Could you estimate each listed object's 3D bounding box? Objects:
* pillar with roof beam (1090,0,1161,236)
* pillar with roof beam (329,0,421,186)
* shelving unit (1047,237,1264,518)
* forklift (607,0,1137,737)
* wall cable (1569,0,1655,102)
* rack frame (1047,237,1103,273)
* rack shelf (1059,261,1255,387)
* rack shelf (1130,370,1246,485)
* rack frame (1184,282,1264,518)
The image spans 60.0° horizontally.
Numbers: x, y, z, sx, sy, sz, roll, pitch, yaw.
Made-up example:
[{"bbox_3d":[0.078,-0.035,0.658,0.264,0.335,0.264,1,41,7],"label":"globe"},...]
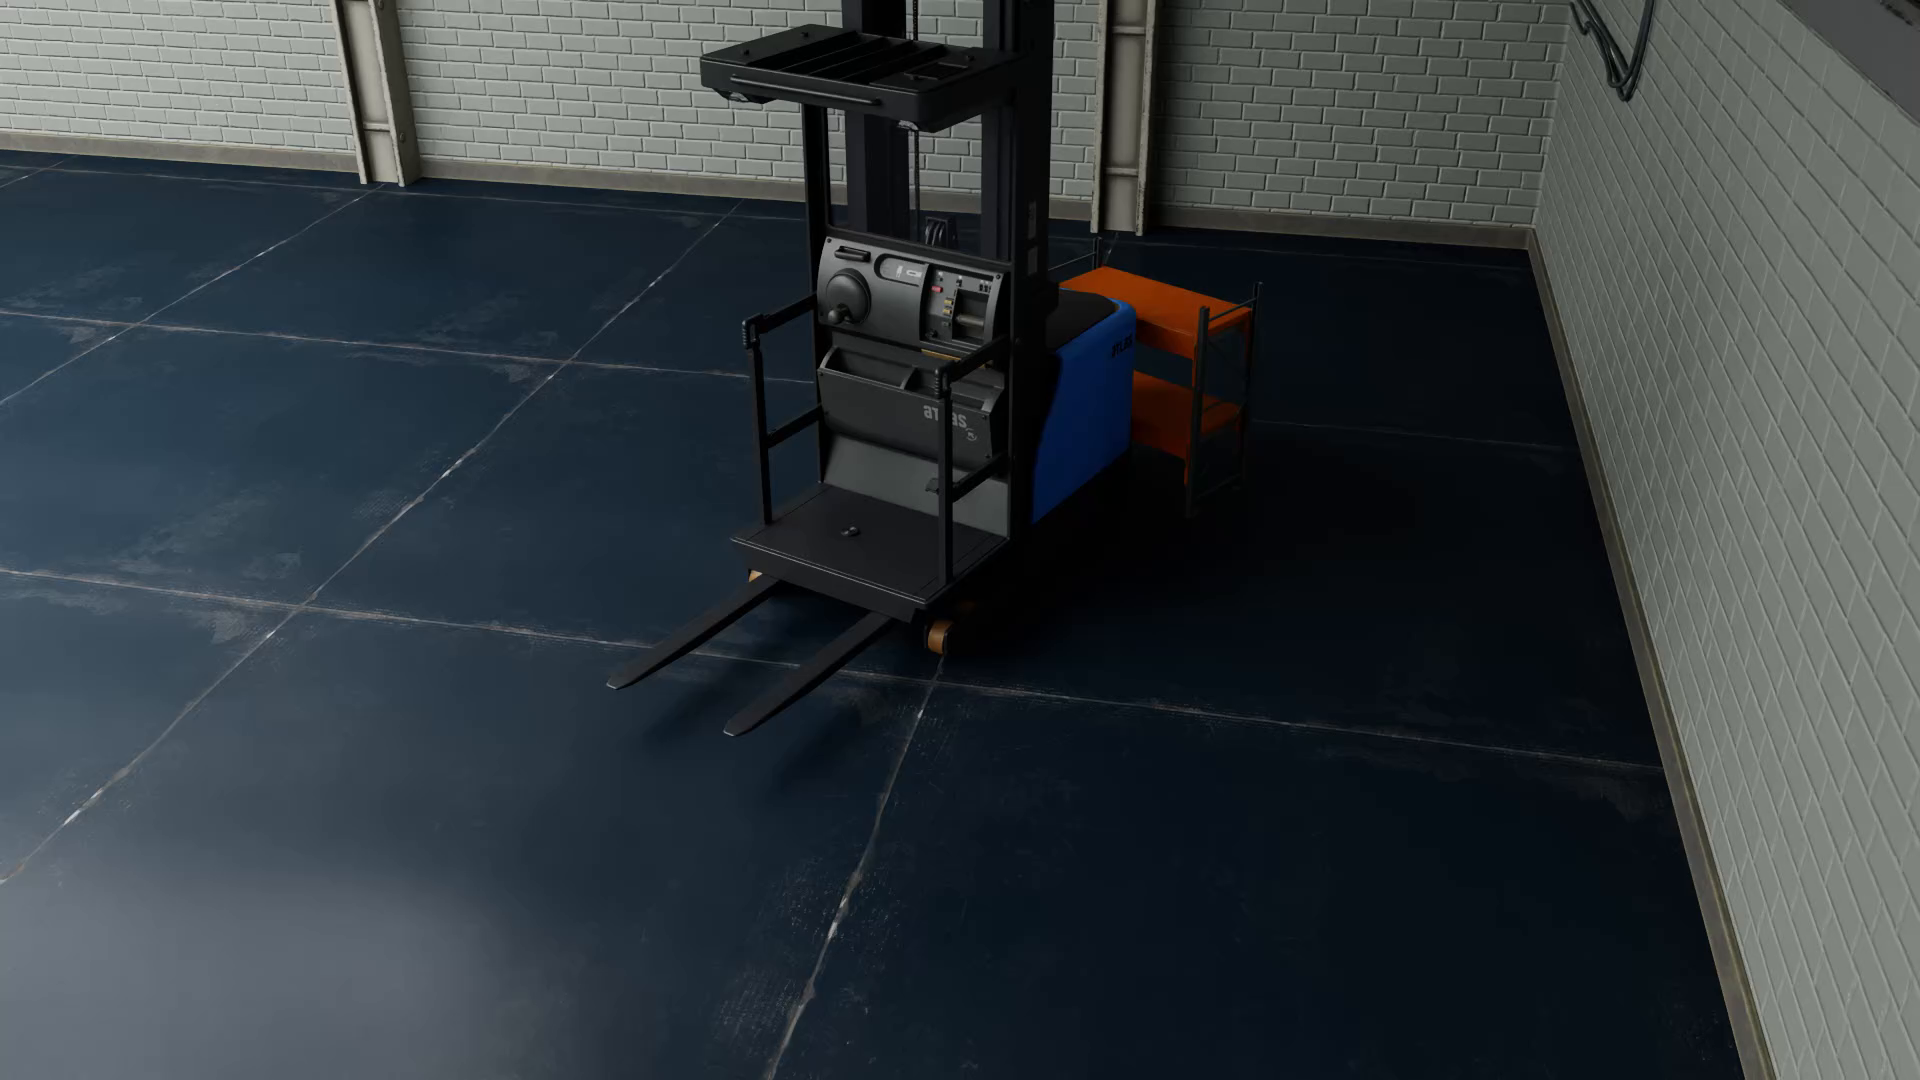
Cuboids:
[{"bbox_3d":[0.305,-4.283,6.703,0.400,9.000,9.100,6,29,11],"label":"pillar with roof beam"},{"bbox_3d":[-5.563,-4.885,7.802,0.400,9.000,9.100,6,29,11],"label":"pillar with roof beam"},{"bbox_3d":[0.952,-0.863,8.655,1.048,1.125,0.538,24,37,37],"label":"shelving unit"},{"bbox_3d":[-0.336,-1.032,7.083,1.130,2.935,3.031,17,33,28],"label":"forklift"},{"bbox_3d":[3.809,-4.027,9.468,0.112,2.526,3.097,6,29,11],"label":"wall cable"},{"bbox_3d":[0.581,-1.030,8.959,0.032,1.125,0.500,24,37,37],"label":"rack frame"},{"bbox_3d":[0.952,-1.120,8.514,1.000,0.278,0.538,24,37,37],"label":"rack shelf"},{"bbox_3d":[0.952,-0.648,8.772,1.000,0.278,0.538,24,37,37],"label":"rack shelf"},{"bbox_3d":[1.323,-0.696,8.350,0.032,1.125,0.500,24,37,37],"label":"rack frame"}]
